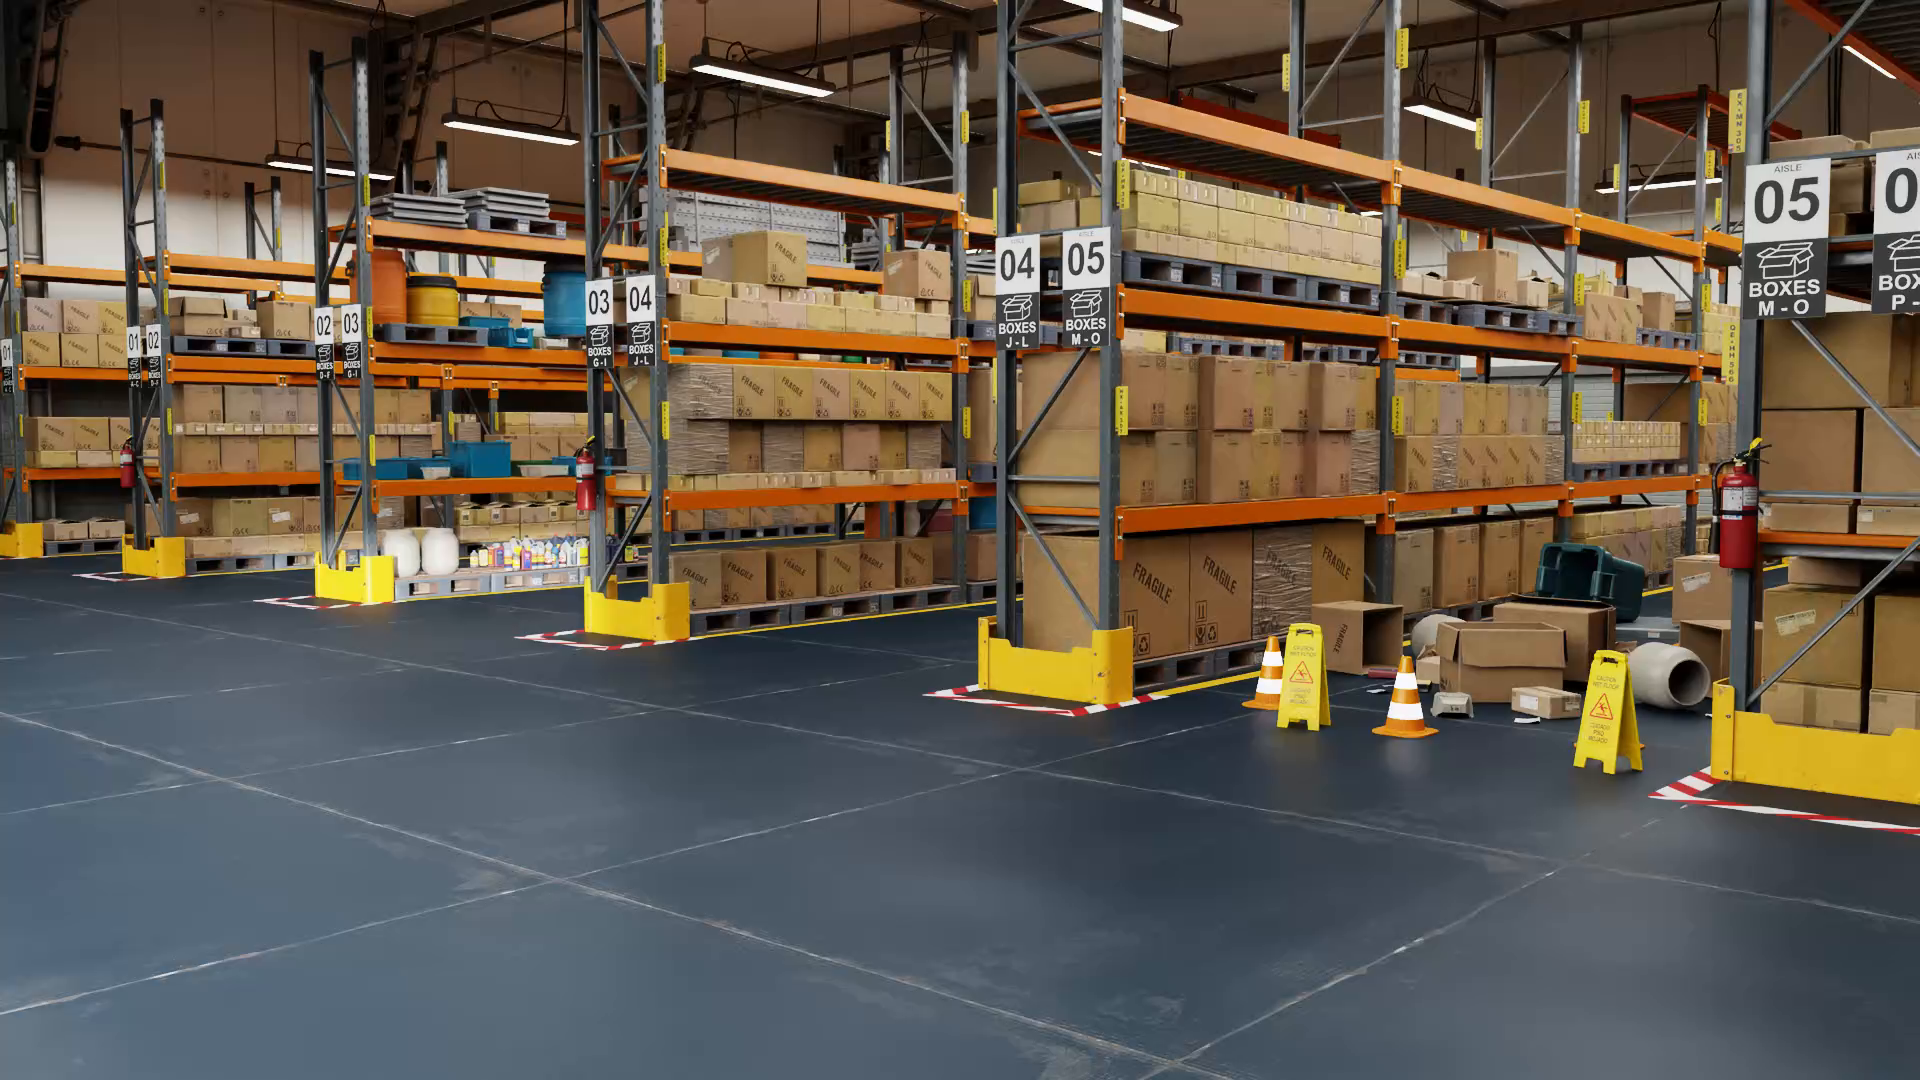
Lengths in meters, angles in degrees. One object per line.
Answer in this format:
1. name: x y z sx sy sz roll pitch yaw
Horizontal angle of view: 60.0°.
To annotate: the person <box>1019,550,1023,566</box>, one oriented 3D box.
1. person: 0.924 0.351 17.240 0.462 0.771 0.912 2 4 26
